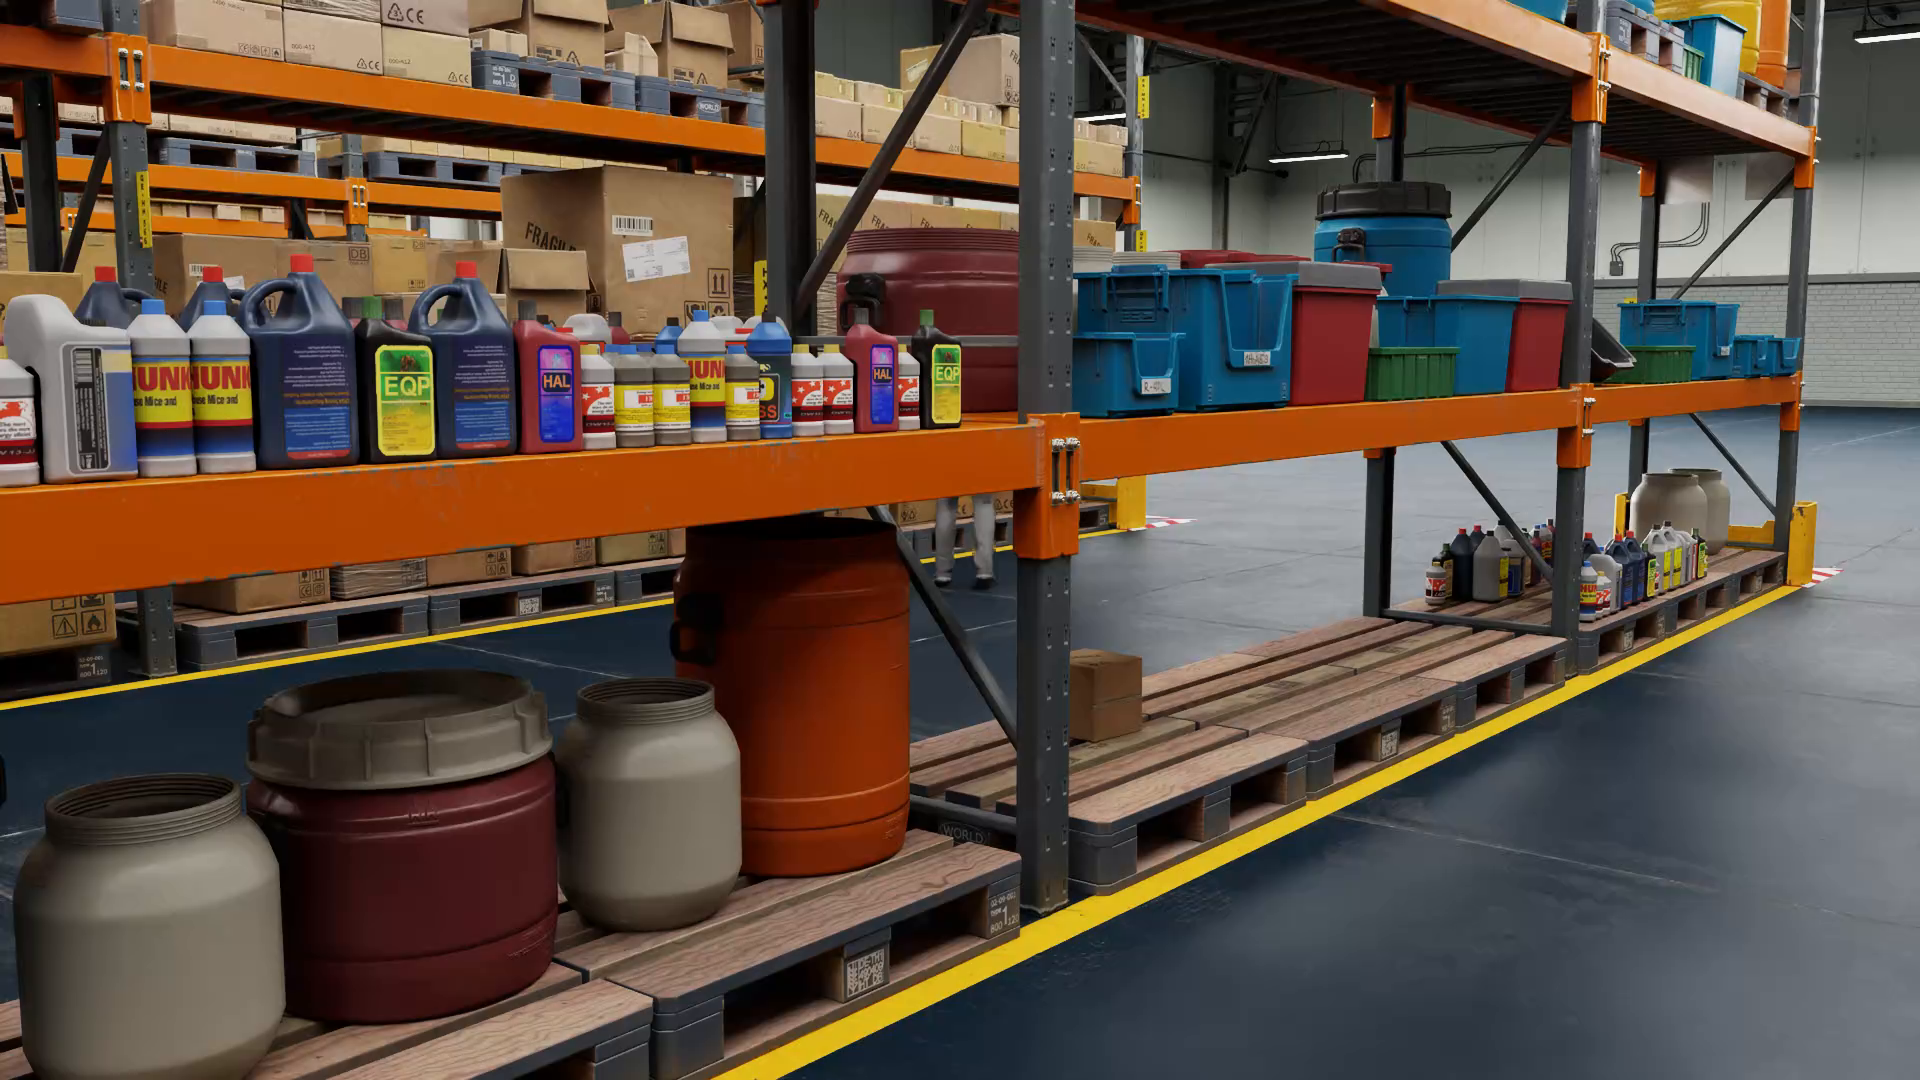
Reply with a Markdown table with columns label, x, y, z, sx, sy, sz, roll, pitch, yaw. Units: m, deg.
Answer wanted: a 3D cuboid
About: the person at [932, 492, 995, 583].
| label | x | y | z | sx | sy | sz | roll | pitch | yaw |
| --- | --- | --- | --- | --- | --- | --- | --- | --- | --- |
| person | 0.024 | -0.556 | 10.284 | 0.491 | 1.700 | 0.449 | 0 | 7 | -3 |
